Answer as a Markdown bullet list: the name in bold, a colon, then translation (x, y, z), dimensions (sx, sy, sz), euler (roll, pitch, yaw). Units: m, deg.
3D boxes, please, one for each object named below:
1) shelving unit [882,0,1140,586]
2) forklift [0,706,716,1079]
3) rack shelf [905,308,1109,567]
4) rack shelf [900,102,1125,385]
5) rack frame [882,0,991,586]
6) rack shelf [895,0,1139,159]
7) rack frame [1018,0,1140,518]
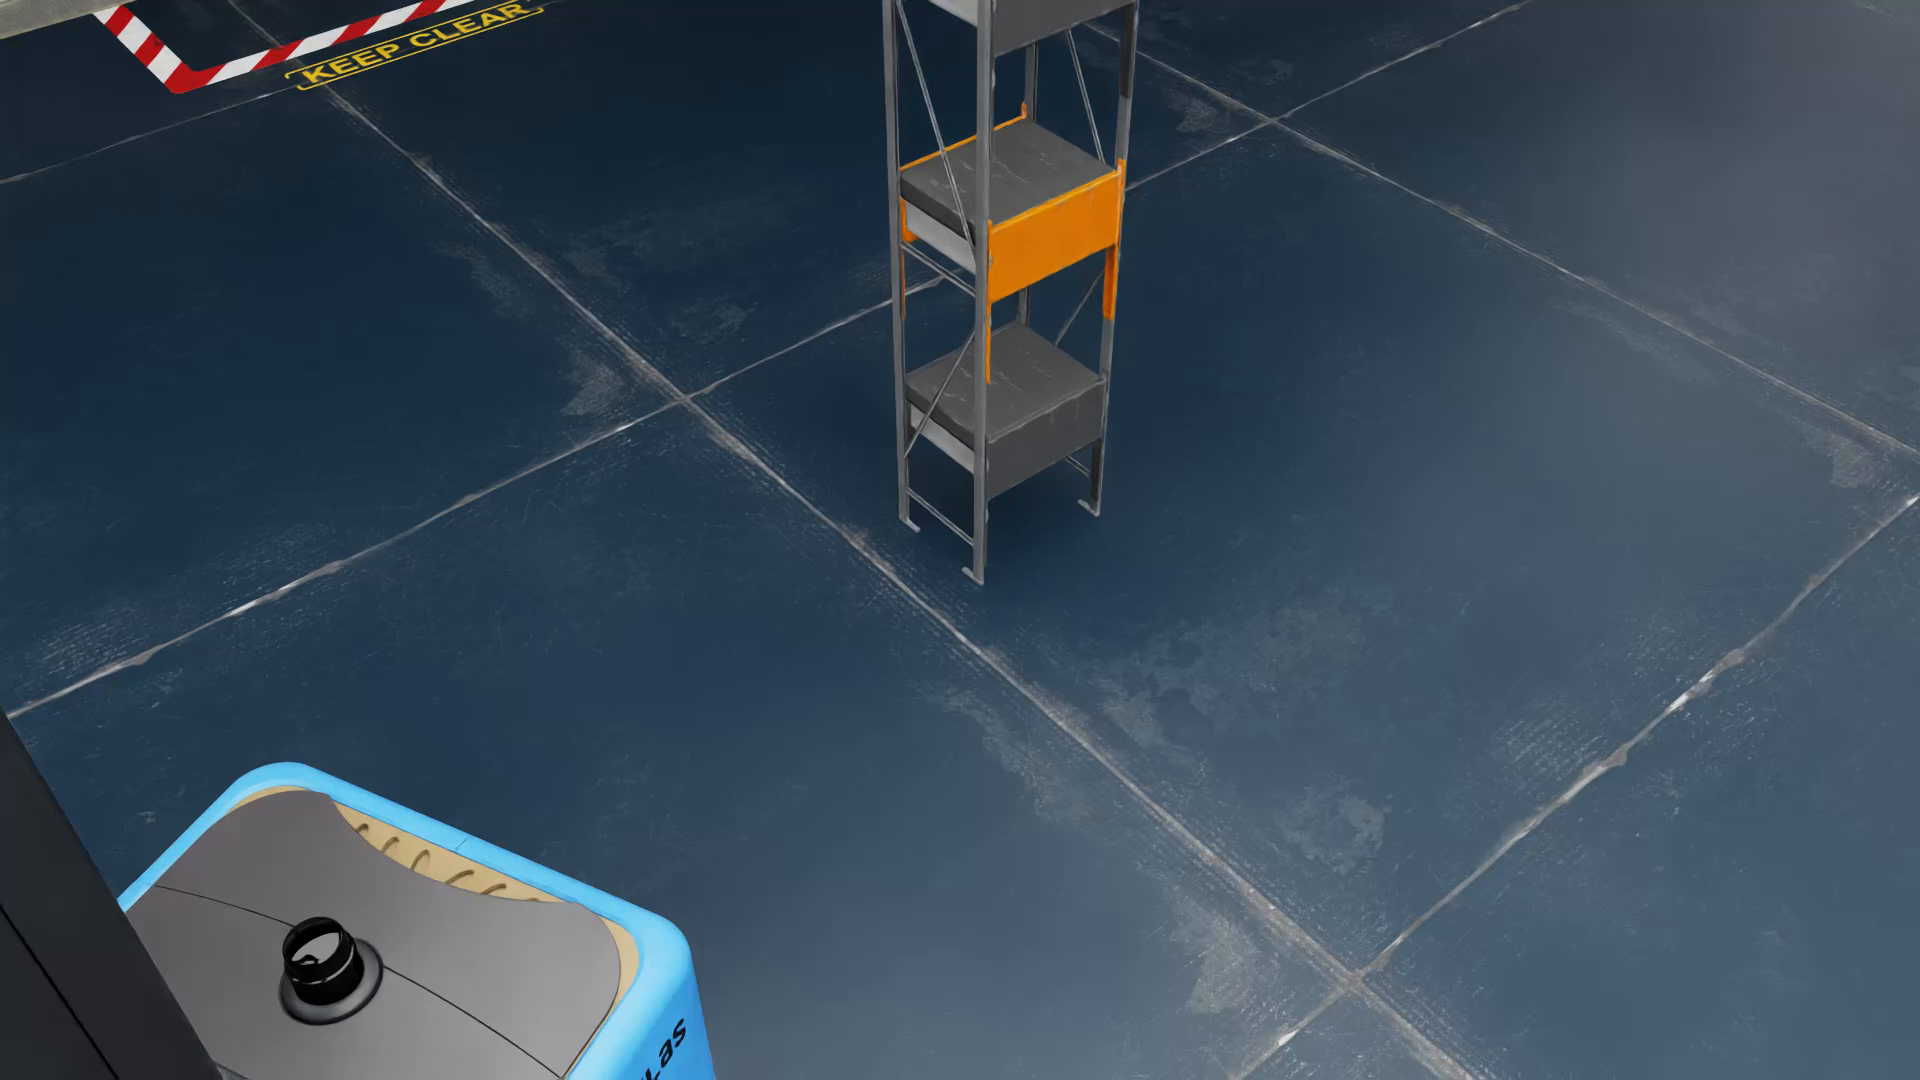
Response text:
- **shelving unit**: translation (0.127, -0.838, 4.609), dimensions (0.503, 2.100, 0.431), euler (-30, 51, -28)
- **forklift**: translation (-1.548, 1.180, 1.853), dimensions (1.130, 2.935, 3.031), euler (18, 46, 18)
- **rack shelf**: translation (0.127, -0.318, 5.097), dimensions (0.480, 0.518, 0.431), euler (-30, 51, -28)
- **rack shelf**: translation (0.127, -0.828, 4.618), dimensions (0.480, 0.518, 0.431), euler (-30, 51, -28)
- **rack frame**: translation (-0.060, -0.731, 4.494), dimensions (0.015, 2.100, 0.400), euler (-30, 51, -28)
- **rack shelf**: translation (0.127, -1.338, 4.139), dimensions (0.480, 0.518, 0.431), euler (-30, 51, -28)
- **rack frame**: translation (0.314, -0.945, 4.723), dimensions (0.015, 2.100, 0.400), euler (-30, 51, -28)
